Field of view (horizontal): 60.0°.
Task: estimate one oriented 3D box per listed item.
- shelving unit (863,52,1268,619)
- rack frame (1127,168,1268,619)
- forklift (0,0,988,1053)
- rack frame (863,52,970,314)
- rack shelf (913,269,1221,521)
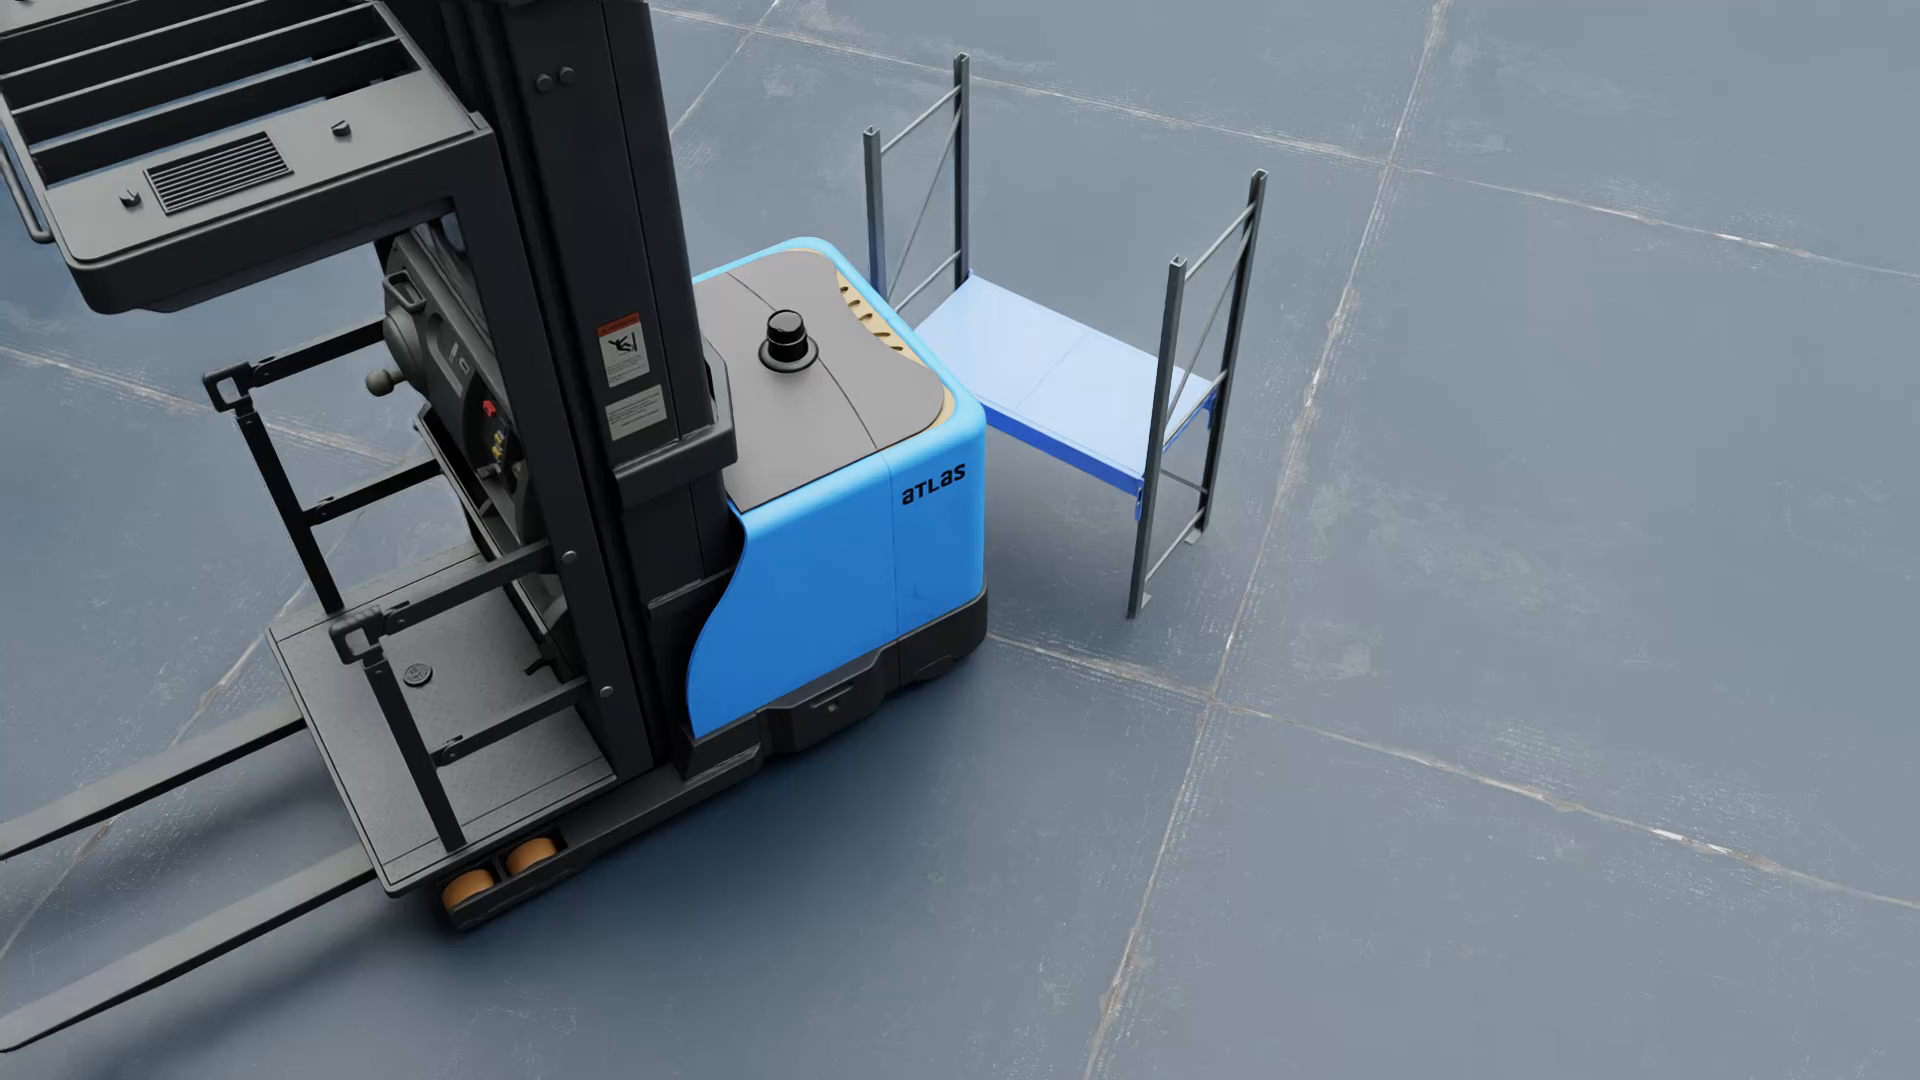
[{"bbox_3d":[0.293,-0.611,5.287,1.048,1.500,0.538,28,55,22],"label":"shelving unit"},{"bbox_3d":[0.710,-0.392,5.097,0.032,1.500,0.500,28,55,22],"label":"rack frame"},{"bbox_3d":[-1.428,-0.314,4.083,3.031,2.935,1.130,-26,54,-21],"label":"forklift"},{"bbox_3d":[-0.125,-0.830,5.477,0.032,1.500,0.500,28,55,22],"label":"rack frame"},{"bbox_3d":[0.293,-0.493,5.423,1.000,0.185,0.538,28,55,22],"label":"rack shelf"}]
